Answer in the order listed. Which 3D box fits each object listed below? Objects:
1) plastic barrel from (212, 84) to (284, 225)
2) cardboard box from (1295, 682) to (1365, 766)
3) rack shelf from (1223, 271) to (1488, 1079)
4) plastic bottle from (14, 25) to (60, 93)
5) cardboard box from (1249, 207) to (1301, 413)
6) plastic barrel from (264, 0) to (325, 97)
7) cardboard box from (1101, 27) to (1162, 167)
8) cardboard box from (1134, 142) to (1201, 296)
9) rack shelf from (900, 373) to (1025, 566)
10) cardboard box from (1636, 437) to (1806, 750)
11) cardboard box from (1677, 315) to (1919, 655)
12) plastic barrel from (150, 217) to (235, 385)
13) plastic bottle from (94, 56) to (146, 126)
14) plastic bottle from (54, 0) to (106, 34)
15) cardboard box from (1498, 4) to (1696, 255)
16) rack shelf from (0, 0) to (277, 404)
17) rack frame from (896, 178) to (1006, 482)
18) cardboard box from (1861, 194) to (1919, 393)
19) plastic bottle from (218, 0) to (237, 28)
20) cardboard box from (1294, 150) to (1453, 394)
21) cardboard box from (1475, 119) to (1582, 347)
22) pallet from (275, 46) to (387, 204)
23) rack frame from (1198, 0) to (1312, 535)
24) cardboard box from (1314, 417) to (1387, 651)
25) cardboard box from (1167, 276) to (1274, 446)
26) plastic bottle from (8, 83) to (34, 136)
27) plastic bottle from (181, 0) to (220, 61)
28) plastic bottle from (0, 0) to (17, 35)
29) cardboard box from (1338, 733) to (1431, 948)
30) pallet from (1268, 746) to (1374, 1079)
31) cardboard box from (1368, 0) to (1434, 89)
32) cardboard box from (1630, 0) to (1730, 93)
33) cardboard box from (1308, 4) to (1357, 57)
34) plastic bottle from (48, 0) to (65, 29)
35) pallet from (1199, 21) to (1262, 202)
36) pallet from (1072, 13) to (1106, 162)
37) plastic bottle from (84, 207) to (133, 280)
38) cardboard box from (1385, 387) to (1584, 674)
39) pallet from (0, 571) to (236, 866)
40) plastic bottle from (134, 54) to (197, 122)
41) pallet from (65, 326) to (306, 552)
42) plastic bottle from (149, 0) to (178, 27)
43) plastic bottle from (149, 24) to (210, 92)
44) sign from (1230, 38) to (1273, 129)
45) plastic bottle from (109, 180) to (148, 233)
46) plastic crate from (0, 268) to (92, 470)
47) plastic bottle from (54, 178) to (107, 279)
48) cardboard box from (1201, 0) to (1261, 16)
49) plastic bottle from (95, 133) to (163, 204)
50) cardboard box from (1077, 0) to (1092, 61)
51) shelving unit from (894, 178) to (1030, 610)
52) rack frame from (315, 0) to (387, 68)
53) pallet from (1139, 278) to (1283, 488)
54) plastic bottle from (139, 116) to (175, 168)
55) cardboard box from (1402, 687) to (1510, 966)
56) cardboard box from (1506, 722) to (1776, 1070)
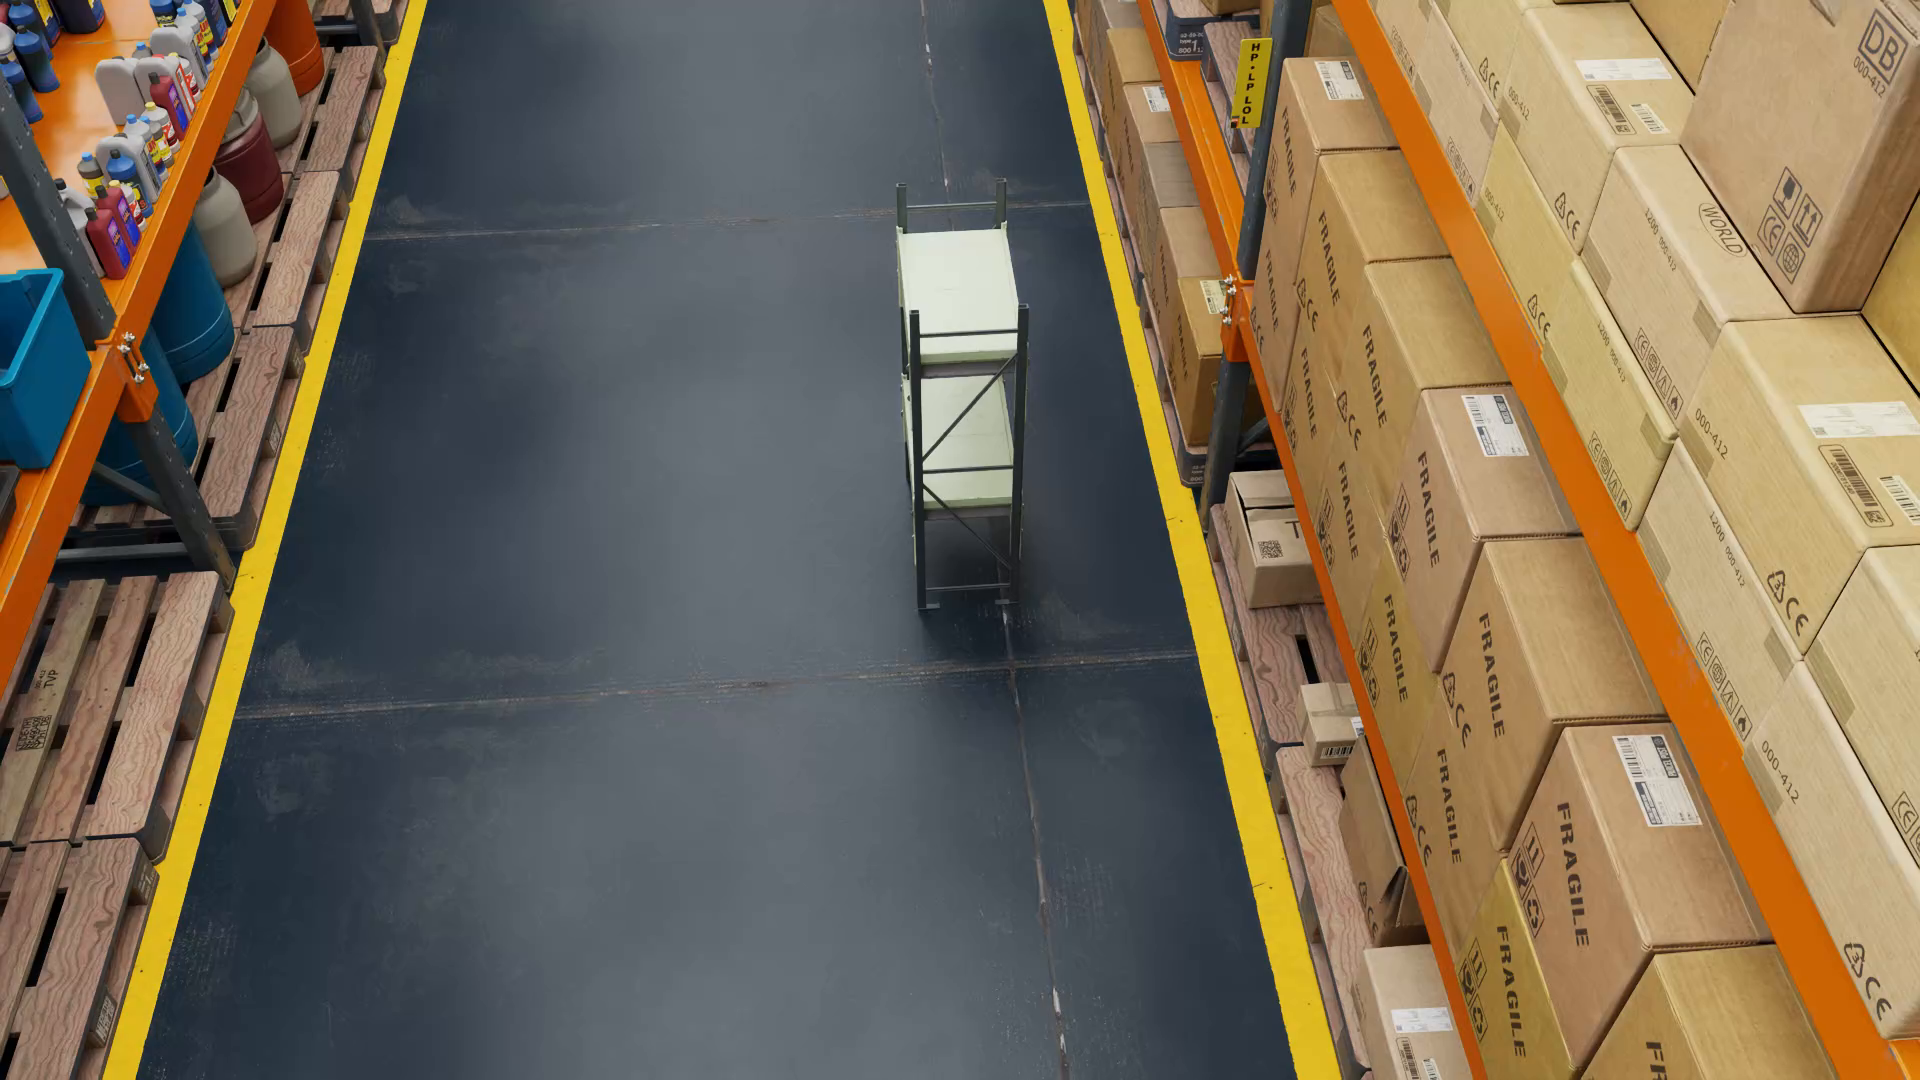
[{"bbox_3d":[-3.616,-1.868,7.961,0.600,0.588,0.708,-3,47,-3],"label":"plastic barrel"},{"bbox_3d":[1.405,0.638,5.865,0.380,0.166,0.250,-3,47,-3],"label":"cardboard box"},{"bbox_3d":[1.670,0.567,4.779,1.077,0.370,4.000,-3,47,-3],"label":"rack shelf"},{"bbox_3d":[-3.769,-1.965,6.771,0.097,0.271,0.097,0,47,0],"label":"plastic bottle"},{"bbox_3d":[1.274,-0.776,5.487,0.500,0.500,0.500,-2,47,-2],"label":"cardboard box"},{"bbox_3d":[-3.710,-2.768,8.648,0.600,0.830,0.708,-3,47,-3],"label":"plastic barrel"},{"bbox_3d":[1.008,-2.225,8.346,0.500,0.500,0.500,-4,47,-4],"label":"cardboard box"},{"bbox_3d":[1.102,-1.480,7.640,0.500,0.500,0.500,-3,47,-3],"label":"cardboard box"},{"bbox_3d":[-0.001,-0.296,6.583,0.431,0.370,0.720,-3,47,-3],"label":"rack shelf"},{"bbox_3d":[1.501,0.069,2.793,0.500,0.250,0.500,-3,47,-3],"label":"cardboard box"},{"bbox_3d":[1.499,-0.103,2.611,0.500,0.250,0.500,-3,47,-3],"label":"cardboard box"},{"bbox_3d":[-3.521,-1.159,7.074,0.600,0.901,0.708,-3,47,-3],"label":"plastic barrel"},{"bbox_3d":[-3.321,-1.805,6.615,0.152,0.276,0.135,-3,47,-3],"label":"plastic bottle"},{"bbox_3d":[-3.788,-2.361,7.090,0.144,0.351,0.185,-3,47,-3],"label":"plastic bottle"},{"bbox_3d":[1.412,-0.826,3.296,0.500,0.250,0.500,-3,47,-3],"label":"cardboard box"},{"bbox_3d":[-3.601,-2.028,7.237,1.077,0.370,4.000,-3,47,-3],"label":"rack shelf"},{"bbox_3d":[-0.031,-0.785,6.597,0.400,1.500,0.023,-3,47,-3],"label":"rack frame"},{"bbox_3d":[1.821,-0.380,2.357,0.700,0.500,0.500,-3,47,-3],"label":"cardboard box"},{"bbox_3d":[-3.187,-2.359,7.135,0.061,0.283,0.133,-3,47,-3],"label":"plastic bottle"},{"bbox_3d":[1.306,-0.774,4.796,0.500,0.500,0.500,-5,47,-5],"label":"cardboard box"},{"bbox_3d":[1.421,-0.655,3.478,0.500,0.250,0.500,-3,47,-3],"label":"cardboard box"},{"bbox_3d":[-3.661,-2.196,8.821,1.003,0.211,1.213,-3,47,-3],"label":"pallet"},{"bbox_3d":[1.503,-1.127,5.888,1.000,3.000,0.127,-3,47,-3],"label":"rack frame"},{"bbox_3d":[1.360,-0.044,4.793,0.500,0.500,0.500,-4,47,-4],"label":"cardboard box"},{"bbox_3d":[1.176,-0.759,6.958,0.500,0.500,0.500,-4,47,-4],"label":"cardboard box"},{"bbox_3d":[-3.738,-1.700,6.519,0.097,0.271,0.097,0,47,0],"label":"plastic bottle"},{"bbox_3d":[-3.180,-2.136,6.932,0.097,0.271,0.097,0,47,0],"label":"plastic bottle"},{"bbox_3d":[-3.957,-2.113,6.902,0.061,0.283,0.133,-3,47,-3],"label":"plastic bottle"},{"bbox_3d":[1.665,0.939,5.348,0.797,0.503,0.637,-3,47,-3],"label":"cardboard box"},{"bbox_3d":[1.665,1.213,5.592,1.003,0.211,1.213,-3,47,-3],"label":"pallet"},{"bbox_3d":[1.335,-1.378,4.163,0.500,0.250,0.500,-3,47,-3],"label":"cardboard box"},{"bbox_3d":[1.724,-1.103,3.042,0.700,0.500,0.500,-3,47,-3],"label":"cardboard box"},{"bbox_3d":[1.686,-1.662,6.037,0.700,0.500,0.500,-18,49,-16],"label":"cardboard box"},{"bbox_3d":[-3.938,-2.344,7.126,0.152,0.276,0.135,-3,47,-3],"label":"plastic bottle"},{"bbox_3d":[1.545,-1.646,6.512,1.003,0.211,1.213,-3,47,-3],"label":"pallet"},{"bbox_3d":[1.193,-2.520,9.128,1.003,0.211,1.213,-3,47,-3],"label":"pallet"},{"bbox_3d":[-3.039,-1.080,5.924,0.061,0.283,0.133,-3,47,-3],"label":"plastic bottle"},{"bbox_3d":[1.392,-0.029,4.090,0.500,0.500,0.500,-2,47,-2],"label":"cardboard box"},{"bbox_3d":[-3.333,0.660,6.116,1.003,0.211,1.213,-3,47,-3],"label":"pallet"},{"bbox_3d":[-3.170,-1.814,6.624,0.152,0.276,0.135,-3,47,-3],"label":"plastic bottle"},{"bbox_3d":[-3.456,-0.431,7.149,1.003,0.211,1.213,-3,47,-3],"label":"pallet"},{"bbox_3d":[-3.332,-2.198,6.991,0.097,0.271,0.097,0,47,0],"label":"plastic bottle"},{"bbox_3d":[-3.189,-1.982,6.783,0.152,0.276,0.135,-3,47,-3],"label":"plastic bottle"},{"bbox_3d":[0.950,-1.489,5.433,0.100,0.325,0.005,-3,47,-3],"label":"sign"},{"bbox_3d":[-3.078,-1.231,6.123,0.097,0.201,0.097,0,47,0],"label":"plastic bottle"},{"bbox_3d":[-3.054,-0.527,5.289,0.392,0.384,0.575,-3,47,-3],"label":"plastic crate"},{"bbox_3d":[-3.143,-1.115,5.911,0.144,0.351,0.185,-3,47,-3],"label":"plastic bottle"},{"bbox_3d":[1.294,-2.580,6.906,0.700,0.500,0.500,-14,48,-13],"label":"cardboard box"},{"bbox_3d":[-3.123,-1.409,6.240,0.152,0.276,0.135,-3,47,-3],"label":"plastic bottle"},{"bbox_3d":[0.922,-2.966,9.048,0.500,0.500,0.500,-2,47,-2],"label":"cardboard box"},{"bbox_3d":[-0.001,-0.521,6.347,0.431,1.500,0.755,-3,47,-3],"label":"shelving unit"},{"bbox_3d":[-3.768,-3.723,8.346,1.000,3.000,0.127,-3,47,-3],"label":"rack frame"},{"bbox_3d":[1.397,-0.754,7.456,1.003,0.211,1.213,-3,47,-3],"label":"pallet"},{"bbox_3d":[-3.114,-1.539,6.415,0.097,0.201,0.097,0,47,0],"label":"plastic bottle"},{"bbox_3d":[1.446,0.689,4.100,0.500,0.500,0.500,-3,47,-3],"label":"cardboard box"},{"bbox_3d":[1.484,0.718,3.383,0.500,0.500,0.500,-2,47,-2],"label":"cardboard box"}]
